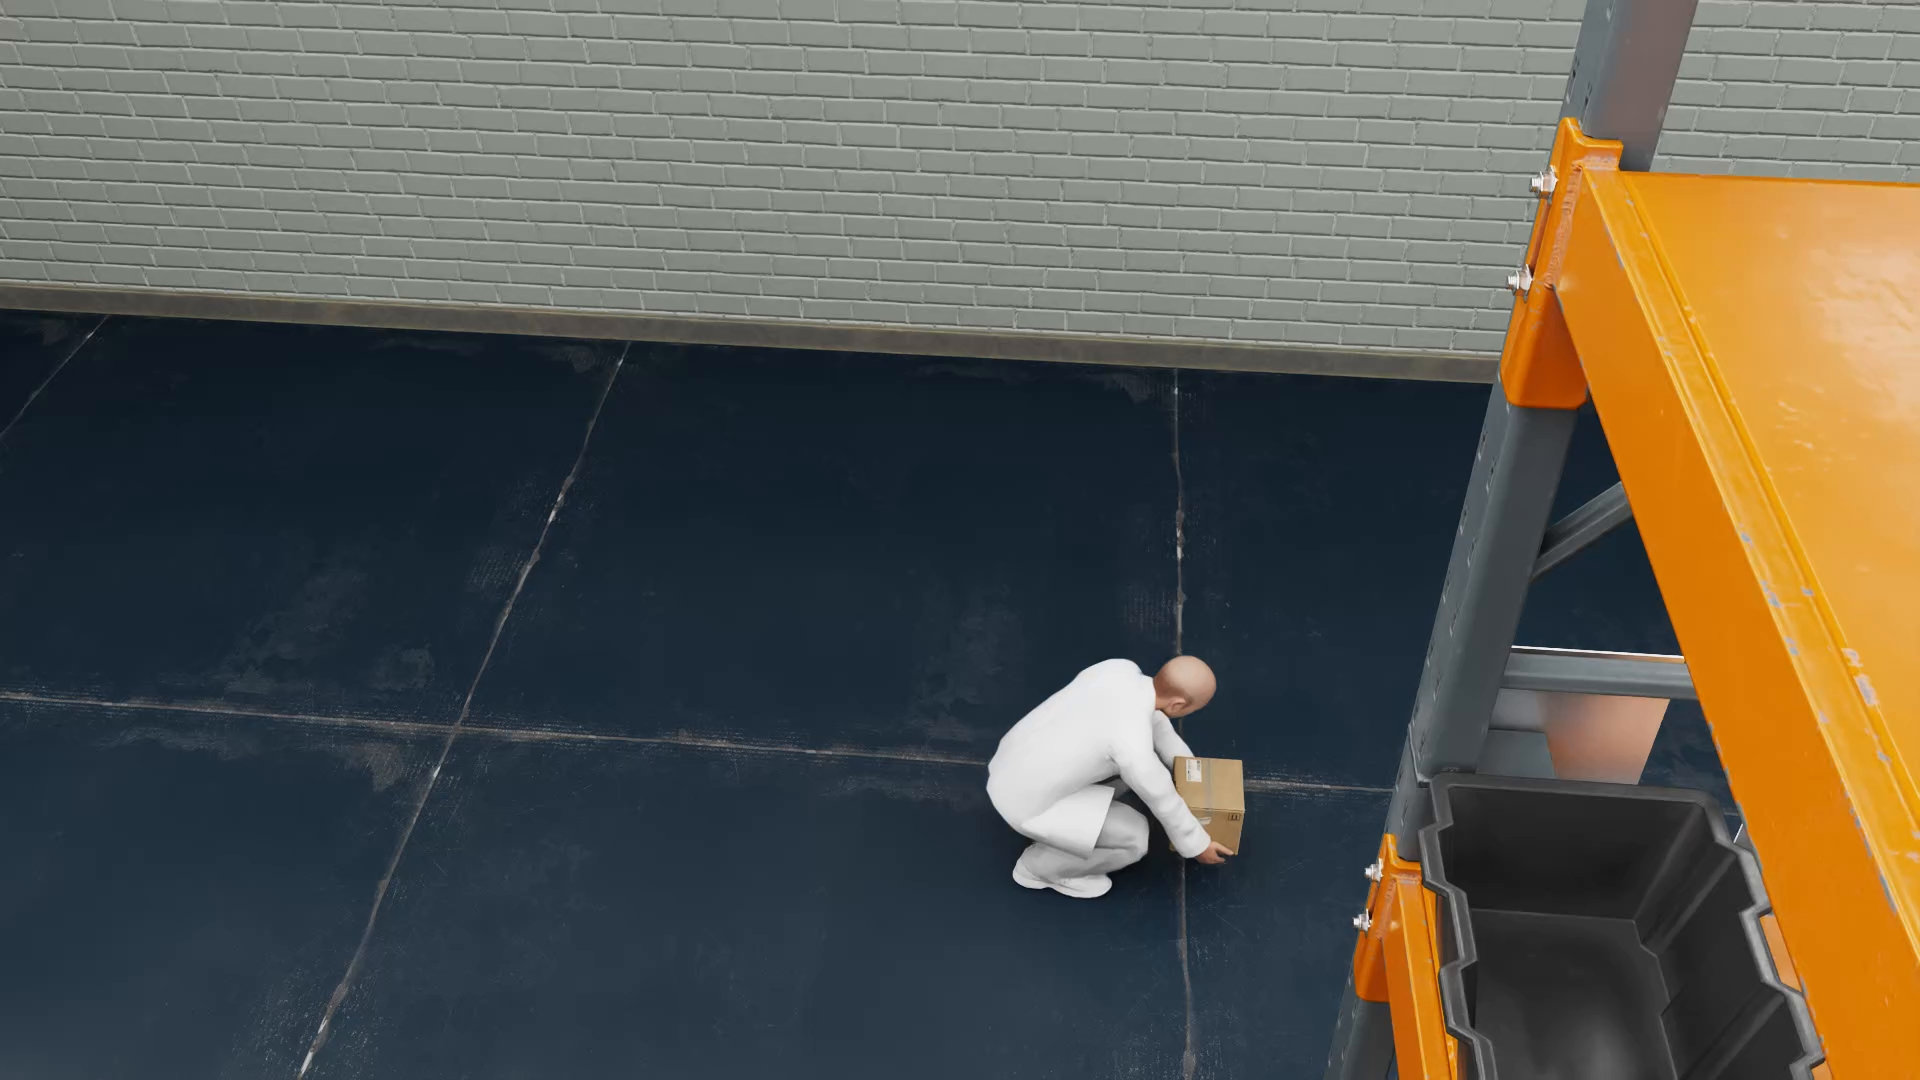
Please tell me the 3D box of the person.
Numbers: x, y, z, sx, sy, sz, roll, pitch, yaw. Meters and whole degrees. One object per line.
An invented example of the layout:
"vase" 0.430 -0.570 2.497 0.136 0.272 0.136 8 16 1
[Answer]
"person" 0.559 0.836 6.065 0.918 1.000 0.585 3 40 3
